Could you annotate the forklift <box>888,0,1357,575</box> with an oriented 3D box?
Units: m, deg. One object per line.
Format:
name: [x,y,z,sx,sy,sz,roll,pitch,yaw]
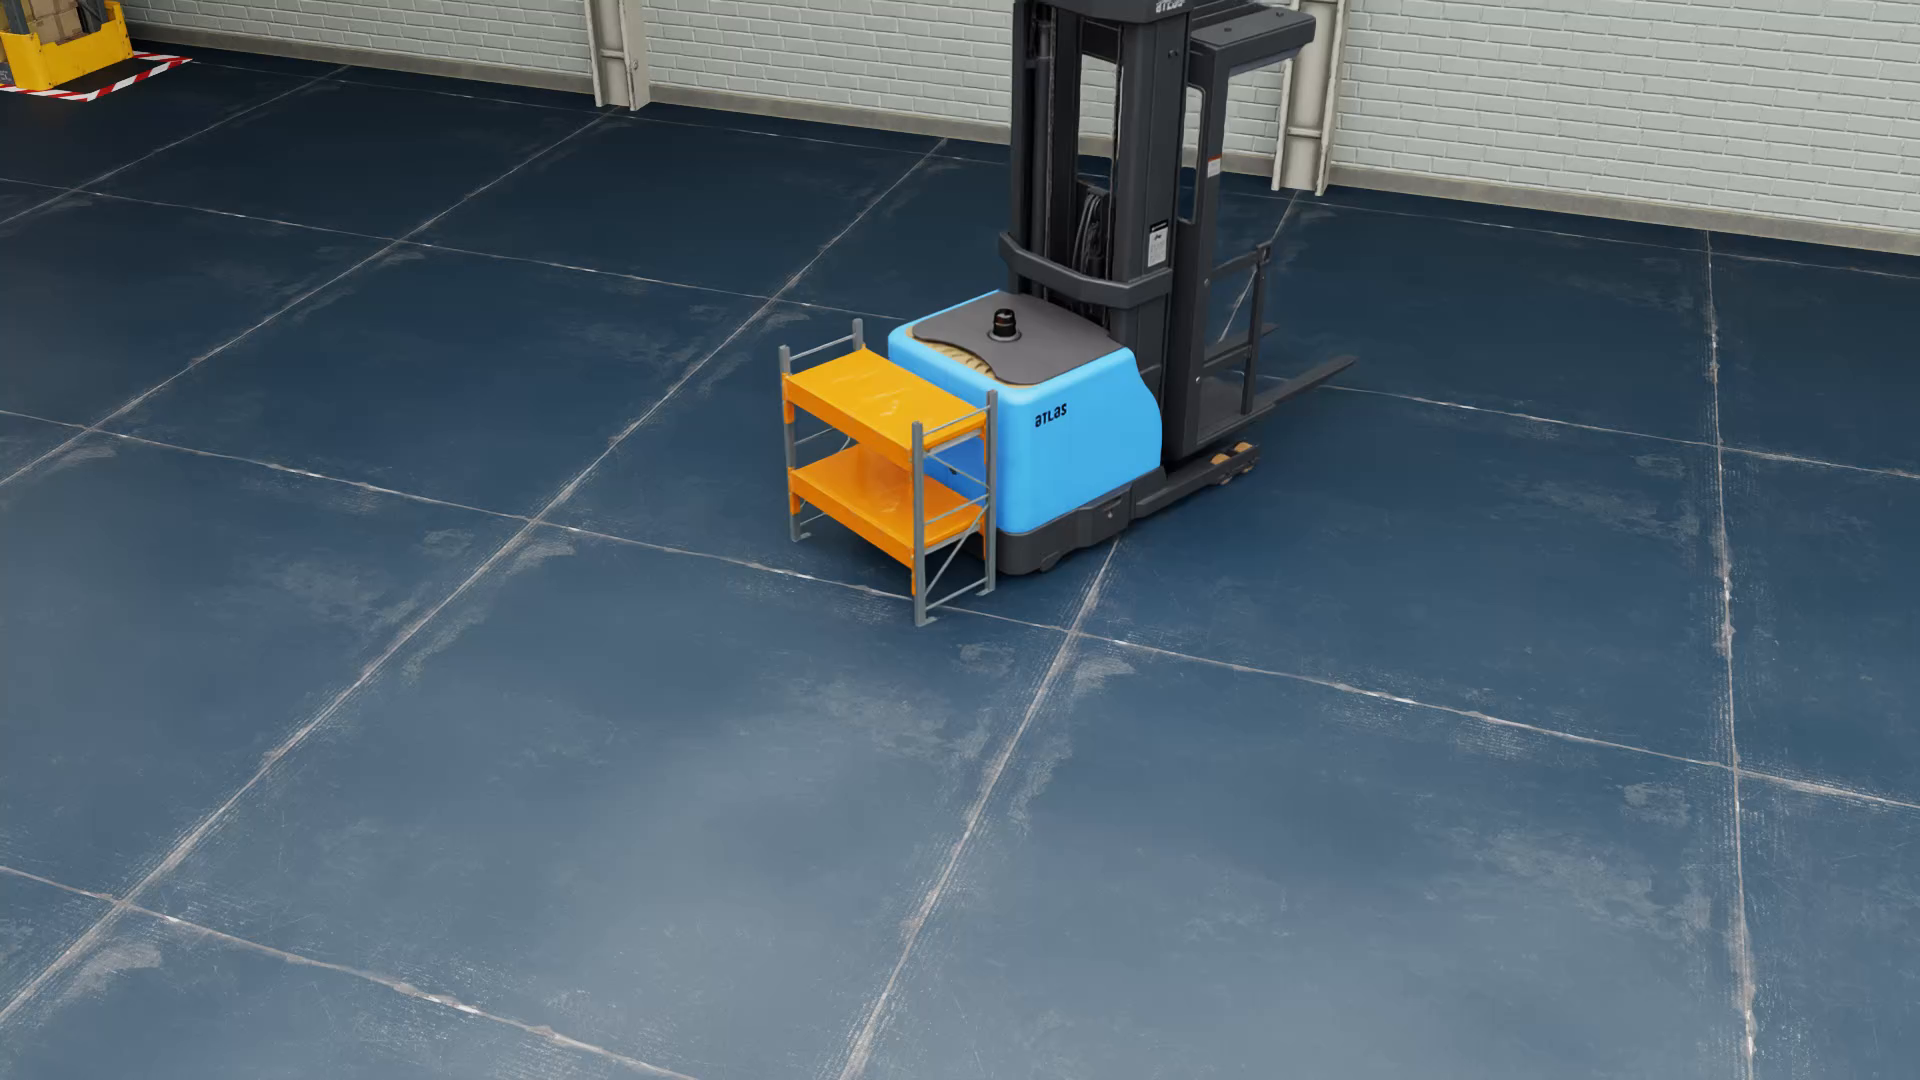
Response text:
forklift: [1.051,-1.731,8.728,3.031,2.935,1.130,-26,41,-34]

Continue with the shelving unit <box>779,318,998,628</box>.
shelving unit: [-0.356,-0.348,8.251,0.538,1.125,1.048,-25,41,-34]

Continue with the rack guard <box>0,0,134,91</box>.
rack guard: [-8.255,-4.593,15.402,0.348,0.500,1.175,11,34,16]

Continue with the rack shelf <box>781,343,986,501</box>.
rack shelf: [-0.356,-0.594,8.092,0.538,0.278,1.000,-25,41,-34]

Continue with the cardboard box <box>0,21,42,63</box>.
cardboard box: [-8.826,-4.593,15.246,0.500,0.250,0.500,11,35,17]

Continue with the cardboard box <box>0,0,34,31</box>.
cardboard box: [-8.841,-4.808,15.118,0.500,0.250,0.500,11,34,16]

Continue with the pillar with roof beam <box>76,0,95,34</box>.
pillar with roof beam: [-10.081,-6.557,10.610,0.400,9.000,9.100,11,34,16]

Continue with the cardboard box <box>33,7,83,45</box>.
cardboard box: [-8.674,-4.858,15.657,0.500,0.250,0.500,11,34,17]

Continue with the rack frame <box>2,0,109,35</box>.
rack frame: [-8.278,-5.647,14.731,0.127,3.000,1.000,11,34,16]

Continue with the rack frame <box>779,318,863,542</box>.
rack frame: [-0.691,-0.555,8.573,0.500,1.125,0.032,-25,41,-34]

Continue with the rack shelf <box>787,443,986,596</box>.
rack shelf: [-0.356,-0.142,8.384,0.538,0.278,1.000,-25,41,-34]

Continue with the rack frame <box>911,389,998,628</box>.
rack frame: [-0.021,-0.140,7.930,0.500,1.125,0.032,-25,41,-34]

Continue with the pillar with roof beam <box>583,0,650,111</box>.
pillar with roof beam: [-4.433,-5.459,8.909,0.400,9.000,9.100,11,34,16]

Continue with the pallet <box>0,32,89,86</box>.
pallet: [-9.012,-4.594,15.671,1.213,0.211,1.003,11,34,16]

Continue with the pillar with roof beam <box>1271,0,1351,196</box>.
pillar with roof beam: [1.215,-4.361,7.208,0.400,9.000,9.100,11,34,16]

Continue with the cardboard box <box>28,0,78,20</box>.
cardboard box: [-8.650,-5.071,15.525,0.500,0.250,0.500,12,35,17]
